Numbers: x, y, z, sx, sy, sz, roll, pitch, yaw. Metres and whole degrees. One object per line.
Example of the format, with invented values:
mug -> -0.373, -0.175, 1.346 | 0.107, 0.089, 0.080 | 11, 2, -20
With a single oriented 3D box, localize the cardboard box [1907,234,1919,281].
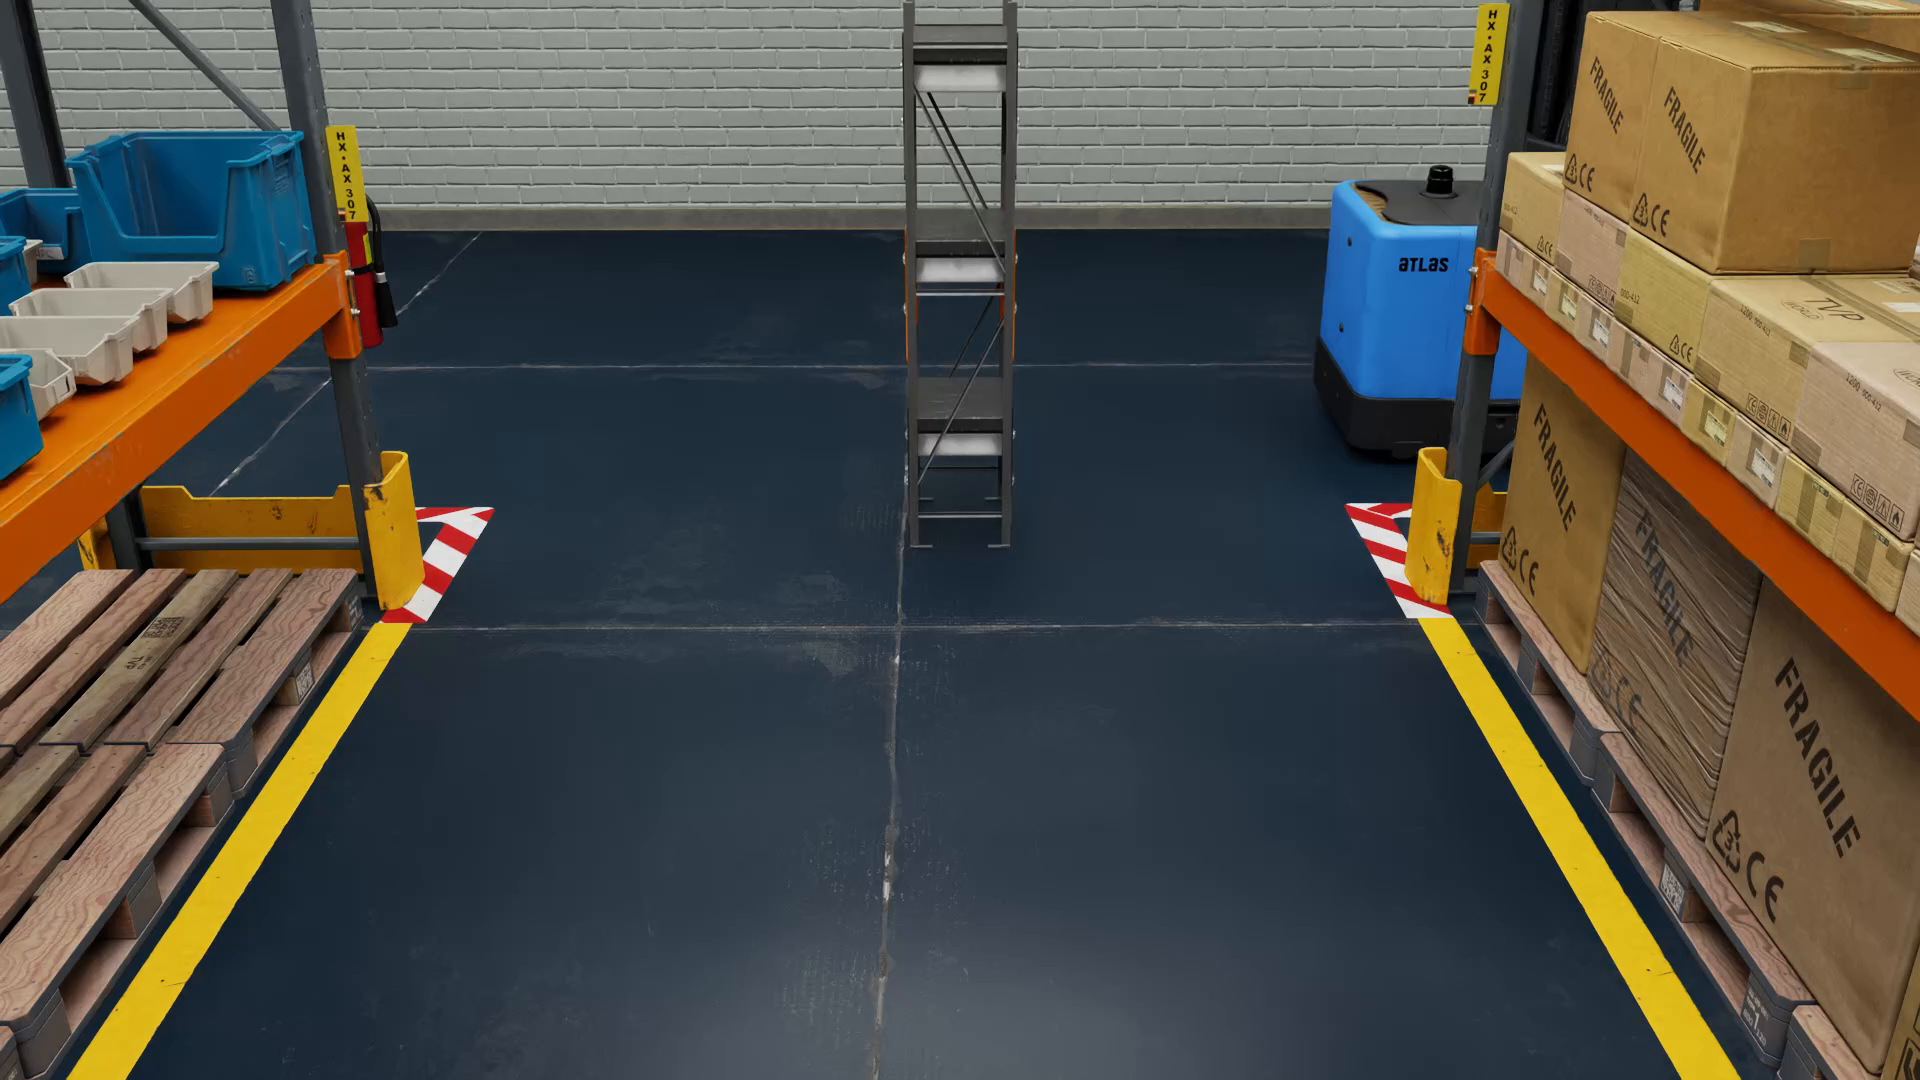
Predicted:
cardboard box -> 2.595, -0.636, 4.337 | 0.500, 0.250, 0.500 | -1, 24, -2

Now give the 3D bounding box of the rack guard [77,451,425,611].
rack guard -> -2.652, -0.035, 6.220 | 1.175, 0.500, 0.348 | 0, 24, -1

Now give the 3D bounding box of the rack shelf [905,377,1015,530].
rack shelf -> -0.002, -0.375, 6.762 | 0.431, 0.518, 0.480 | 0, 24, -1

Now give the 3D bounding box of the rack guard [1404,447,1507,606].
rack guard -> 2.314, -0.057, 6.269 | 1.175, 0.500, 0.348 | 0, 24, -1

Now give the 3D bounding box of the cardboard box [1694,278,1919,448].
cardboard box -> 2.074, -0.418, 3.855 | 0.500, 0.250, 0.500 | -1, 24, -2

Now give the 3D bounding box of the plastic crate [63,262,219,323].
plastic crate -> -2.449, -0.736, 4.984 | 0.396, 0.136, 0.243 | 0, 24, -1

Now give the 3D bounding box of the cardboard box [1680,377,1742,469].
cardboard box -> 2.006, -0.290, 4.056 | 0.380, 0.149, 0.250 | -1, 24, -2

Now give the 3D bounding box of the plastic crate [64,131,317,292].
plastic crate -> -2.448, -1.070, 5.360 | 0.616, 0.435, 0.499 | 0, 24, -1

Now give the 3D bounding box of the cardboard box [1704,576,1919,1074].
cardboard box -> 2.420, 0.596, 3.861 | 0.875, 0.875, 0.875 | 0, 24, -1

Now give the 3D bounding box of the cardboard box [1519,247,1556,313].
cardboard box -> 1.992, -0.818, 5.223 | 0.380, 0.149, 0.250 | -1, 24, -1

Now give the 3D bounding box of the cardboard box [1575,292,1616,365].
cardboard box -> 1.999, -0.605, 4.752 | 0.380, 0.149, 0.250 | -1, 24, -1

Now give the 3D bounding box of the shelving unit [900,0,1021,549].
shelving unit -> -0.002, -1.025, 6.468 | 0.431, 2.100, 0.503 | 0, 24, -1

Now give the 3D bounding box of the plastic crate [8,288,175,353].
plastic crate -> -2.460, -0.616, 4.719 | 0.396, 0.136, 0.243 | 0, 24, -1

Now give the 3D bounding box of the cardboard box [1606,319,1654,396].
cardboard box -> 2.001, -0.500, 4.521 | 0.380, 0.149, 0.250 | -1, 24, -2

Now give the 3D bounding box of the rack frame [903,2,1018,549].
rack frame -> 0.001, -0.924, 6.246 | 0.400, 2.100, 0.015 | 0, 24, -1

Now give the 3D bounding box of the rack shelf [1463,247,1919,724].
rack shelf -> 2.336, -0.034, 4.058 | 1.077, 0.370, 4.000 | 0, 24, -1

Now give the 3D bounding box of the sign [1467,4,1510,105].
sign -> 1.759, -1.616, 5.537 | 0.100, 0.325, 0.005 | 0, 24, -1

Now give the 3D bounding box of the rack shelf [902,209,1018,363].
rack shelf -> -0.002, -1.012, 6.474 | 0.431, 0.518, 0.480 | 0, 24, -1

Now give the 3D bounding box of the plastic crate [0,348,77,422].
plastic crate -> -2.411, -0.380, 4.196 | 0.298, 0.136, 0.250 | 0, 24, -1

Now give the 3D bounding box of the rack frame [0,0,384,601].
rack frame -> -2.639, -1.164, 5.683 | 1.000, 3.000, 0.127 | 0, 24, -1

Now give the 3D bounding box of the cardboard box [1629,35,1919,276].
cardboard box -> 2.066, -0.976, 4.180 | 0.500, 0.500, 0.500 | -1, 24, -2

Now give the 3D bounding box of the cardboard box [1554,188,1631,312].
cardboard box -> 2.061, -0.840, 4.788 | 0.500, 0.250, 0.500 | -1, 24, -1

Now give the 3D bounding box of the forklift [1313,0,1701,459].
forklift -> 3.280, -1.883, 7.357 | 3.031, 2.935, 1.130 | 0, 24, 1

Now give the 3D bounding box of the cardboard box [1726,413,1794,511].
cardboard box -> 2.011, -0.182, 3.817 | 0.380, 0.149, 0.250 | 0, 24, 0

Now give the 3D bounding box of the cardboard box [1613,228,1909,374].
cardboard box -> 2.063, -0.633, 4.330 | 0.500, 0.250, 0.500 | -1, 24, -2

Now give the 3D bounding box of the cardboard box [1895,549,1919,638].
cardboard box -> 2.018, 0.135, 3.117 | 0.380, 0.149, 0.250 | 0, 24, 0

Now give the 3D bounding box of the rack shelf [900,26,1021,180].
rack shelf -> -0.002, -1.650, 6.185 | 0.431, 0.518, 0.480 | 0, 24, -1

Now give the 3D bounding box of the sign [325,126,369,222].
sign -> -2.089, -1.247, 5.669 | 0.100, 0.325, 0.005 | 0, 24, -1

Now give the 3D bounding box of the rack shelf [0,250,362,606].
rack shelf -> -2.617, -0.012, 4.009 | 1.077, 0.370, 4.000 | 0, 24, -1

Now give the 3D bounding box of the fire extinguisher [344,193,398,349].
fire extinguisher -> -2.186, -1.023, 5.918 | 0.296, 0.674, 0.183 | 0, 24, -1

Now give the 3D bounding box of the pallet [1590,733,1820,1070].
pallet -> 2.411, 0.915, 4.470 | 1.003, 0.211, 1.213 | 0, 24, -1

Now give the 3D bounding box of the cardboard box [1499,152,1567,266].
cardboard box -> 2.049, -1.054, 5.262 | 0.500, 0.250, 0.500 | -1, 24, -2

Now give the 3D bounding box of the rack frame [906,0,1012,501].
rack frame -> -0.004, -1.125, 6.690 | 0.400, 2.100, 0.015 | 0, 24, -1

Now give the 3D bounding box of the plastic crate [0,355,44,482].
plastic crate -> -2.360, -0.270, 3.836 | 0.416, 0.233, 0.300 | 0, 24, -1

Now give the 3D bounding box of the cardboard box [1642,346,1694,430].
cardboard box -> 2.004, -0.394, 4.286 | 0.380, 0.149, 0.250 | -1, 24, -1

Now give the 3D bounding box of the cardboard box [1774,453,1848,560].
cardboard box -> 2.012, -0.077, 3.585 | 0.380, 0.149, 0.250 | -1, 24, -1

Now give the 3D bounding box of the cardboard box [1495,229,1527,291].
cardboard box -> 1.988, -0.924, 5.457 | 0.380, 0.149, 0.250 | 0, 24, 0

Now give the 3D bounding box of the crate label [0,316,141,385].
crate label -> -2.433, -0.501, 4.466 | 0.396, 0.136, 0.243 | 0, 24, -1

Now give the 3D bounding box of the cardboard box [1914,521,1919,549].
cardboard box -> 2.082, 0.001, 2.928 | 0.500, 0.250, 0.500 | 0, 24, 1

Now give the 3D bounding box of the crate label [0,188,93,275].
crate label -> -2.965, -1.011, 5.477 | 0.416, 0.233, 0.303 | 0, 24, -1

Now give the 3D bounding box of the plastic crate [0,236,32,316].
plastic crate -> -2.958, -0.740, 4.877 | 0.416, 0.233, 0.300 | 0, 24, -1

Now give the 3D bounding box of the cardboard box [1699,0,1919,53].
cardboard box -> 2.582, -1.395, 5.106 | 0.500, 0.500, 0.500 | 0, 24, 0

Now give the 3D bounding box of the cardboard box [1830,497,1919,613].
cardboard box -> 2.015, 0.029, 3.352 | 0.380, 0.149, 0.250 | 0, 24, 0

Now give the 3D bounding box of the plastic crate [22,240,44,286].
plastic crate -> -3.045, -0.835, 5.204 | 0.250, 0.136, 0.298 | 0, 24, -1

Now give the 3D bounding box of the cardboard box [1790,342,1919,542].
cardboard box -> 2.076, -0.209, 3.393 | 0.500, 0.250, 0.500 | 0, 24, 1

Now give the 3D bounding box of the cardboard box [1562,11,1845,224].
cardboard box -> 2.055, -1.190, 4.652 | 0.500, 0.500, 0.500 | -1, 24, -2

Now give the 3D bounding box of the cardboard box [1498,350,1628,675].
cardboard box -> 2.401, -0.146, 5.501 | 0.875, 0.875, 0.875 | 0, 24, -1

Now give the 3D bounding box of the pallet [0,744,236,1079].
pallet -> -2.658, 0.948, 4.397 | 1.003, 0.211, 1.213 | 0, 24, -1

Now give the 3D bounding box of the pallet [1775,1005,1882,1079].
pallet -> 2.427, 1.419, 3.356 | 1.003, 0.211, 1.213 | 0, 24, -1

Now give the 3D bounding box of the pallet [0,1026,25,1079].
pallet -> -2.642, 1.452, 3.283 | 1.003, 0.211, 1.213 | 0, 24, -1

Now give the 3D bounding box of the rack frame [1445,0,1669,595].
rack frame -> 2.314, -1.186, 5.732 | 1.000, 3.000, 0.127 | 0, 24, -1

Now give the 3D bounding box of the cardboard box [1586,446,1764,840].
cardboard box -> 2.411, 0.229, 4.672 | 0.875, 0.875, 0.875 | 0, 24, -1

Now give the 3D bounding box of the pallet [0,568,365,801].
pallet -> -2.669, 0.447, 5.506 | 1.003, 0.211, 1.213 | 0, 24, -1

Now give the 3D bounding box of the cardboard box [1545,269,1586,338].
cardboard box -> 1.995, -0.712, 4.990 | 0.380, 0.149, 0.250 | -1, 24, -2

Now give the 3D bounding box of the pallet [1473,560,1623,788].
pallet -> 2.401, 0.414, 5.579 | 1.003, 0.211, 1.213 | 0, 24, -1
